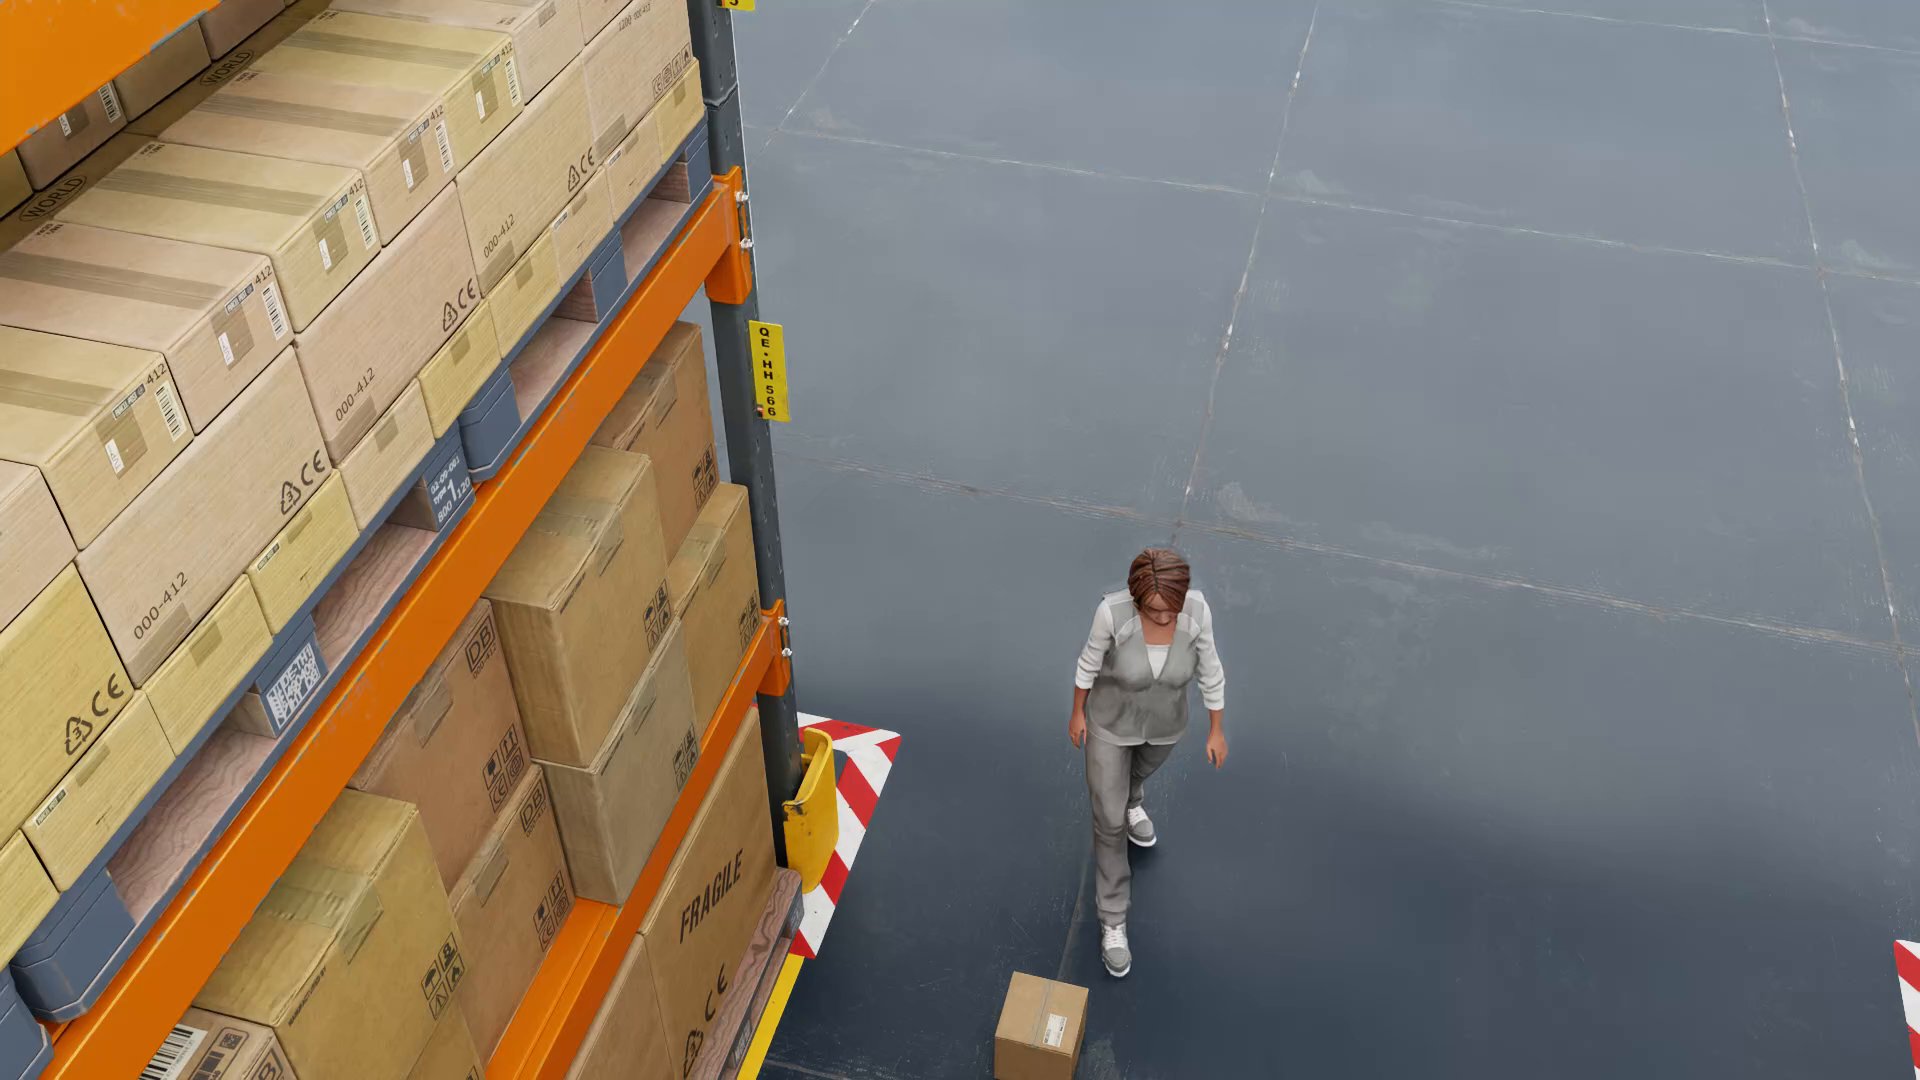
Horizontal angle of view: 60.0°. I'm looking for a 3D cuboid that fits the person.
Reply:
[{"bbox_3d":[0.625,0.635,5.444,0.493,1.570,0.781,-7,42,-8],"label":"person"}]
